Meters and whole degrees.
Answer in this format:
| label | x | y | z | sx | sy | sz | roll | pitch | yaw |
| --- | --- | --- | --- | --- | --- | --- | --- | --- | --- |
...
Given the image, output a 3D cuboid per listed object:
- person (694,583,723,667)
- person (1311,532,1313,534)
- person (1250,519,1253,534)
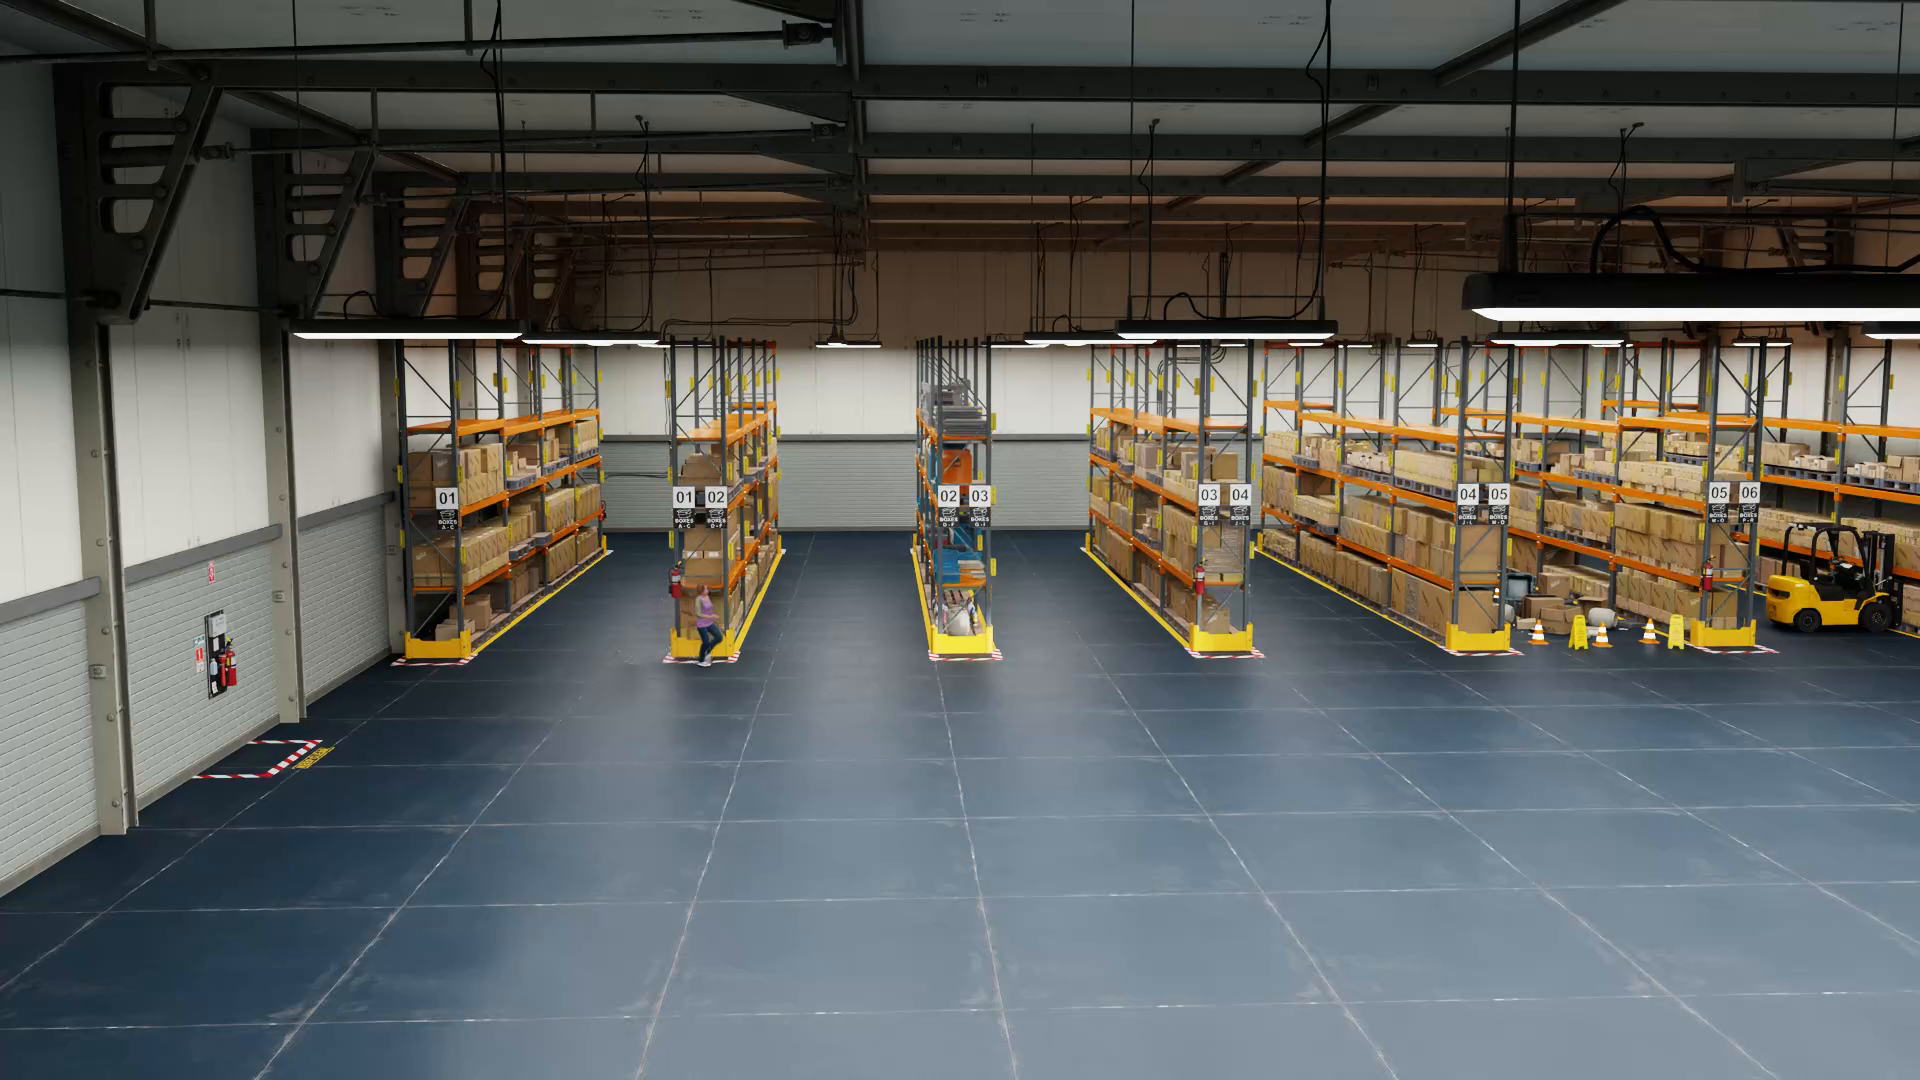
| label | x | y | z | sx | sy | sz | roll | pitch | yaw |
| --- | --- | --- | --- | --- | --- | --- | --- | --- | --- |
| person | -4.597 | 1.538 | 30.074 | 0.521 | 1.549 | 0.534 | 3 | 7 | 28 |
| person | 11.190 | -1.000 | 51.511 | 0.722 | 1.814 | 0.689 | -5 | 8 | -35 |
| person | 7.228 | -0.029 | 43.200 | 0.817 | 1.682 | 0.719 | 3 | 7 | 25 |
